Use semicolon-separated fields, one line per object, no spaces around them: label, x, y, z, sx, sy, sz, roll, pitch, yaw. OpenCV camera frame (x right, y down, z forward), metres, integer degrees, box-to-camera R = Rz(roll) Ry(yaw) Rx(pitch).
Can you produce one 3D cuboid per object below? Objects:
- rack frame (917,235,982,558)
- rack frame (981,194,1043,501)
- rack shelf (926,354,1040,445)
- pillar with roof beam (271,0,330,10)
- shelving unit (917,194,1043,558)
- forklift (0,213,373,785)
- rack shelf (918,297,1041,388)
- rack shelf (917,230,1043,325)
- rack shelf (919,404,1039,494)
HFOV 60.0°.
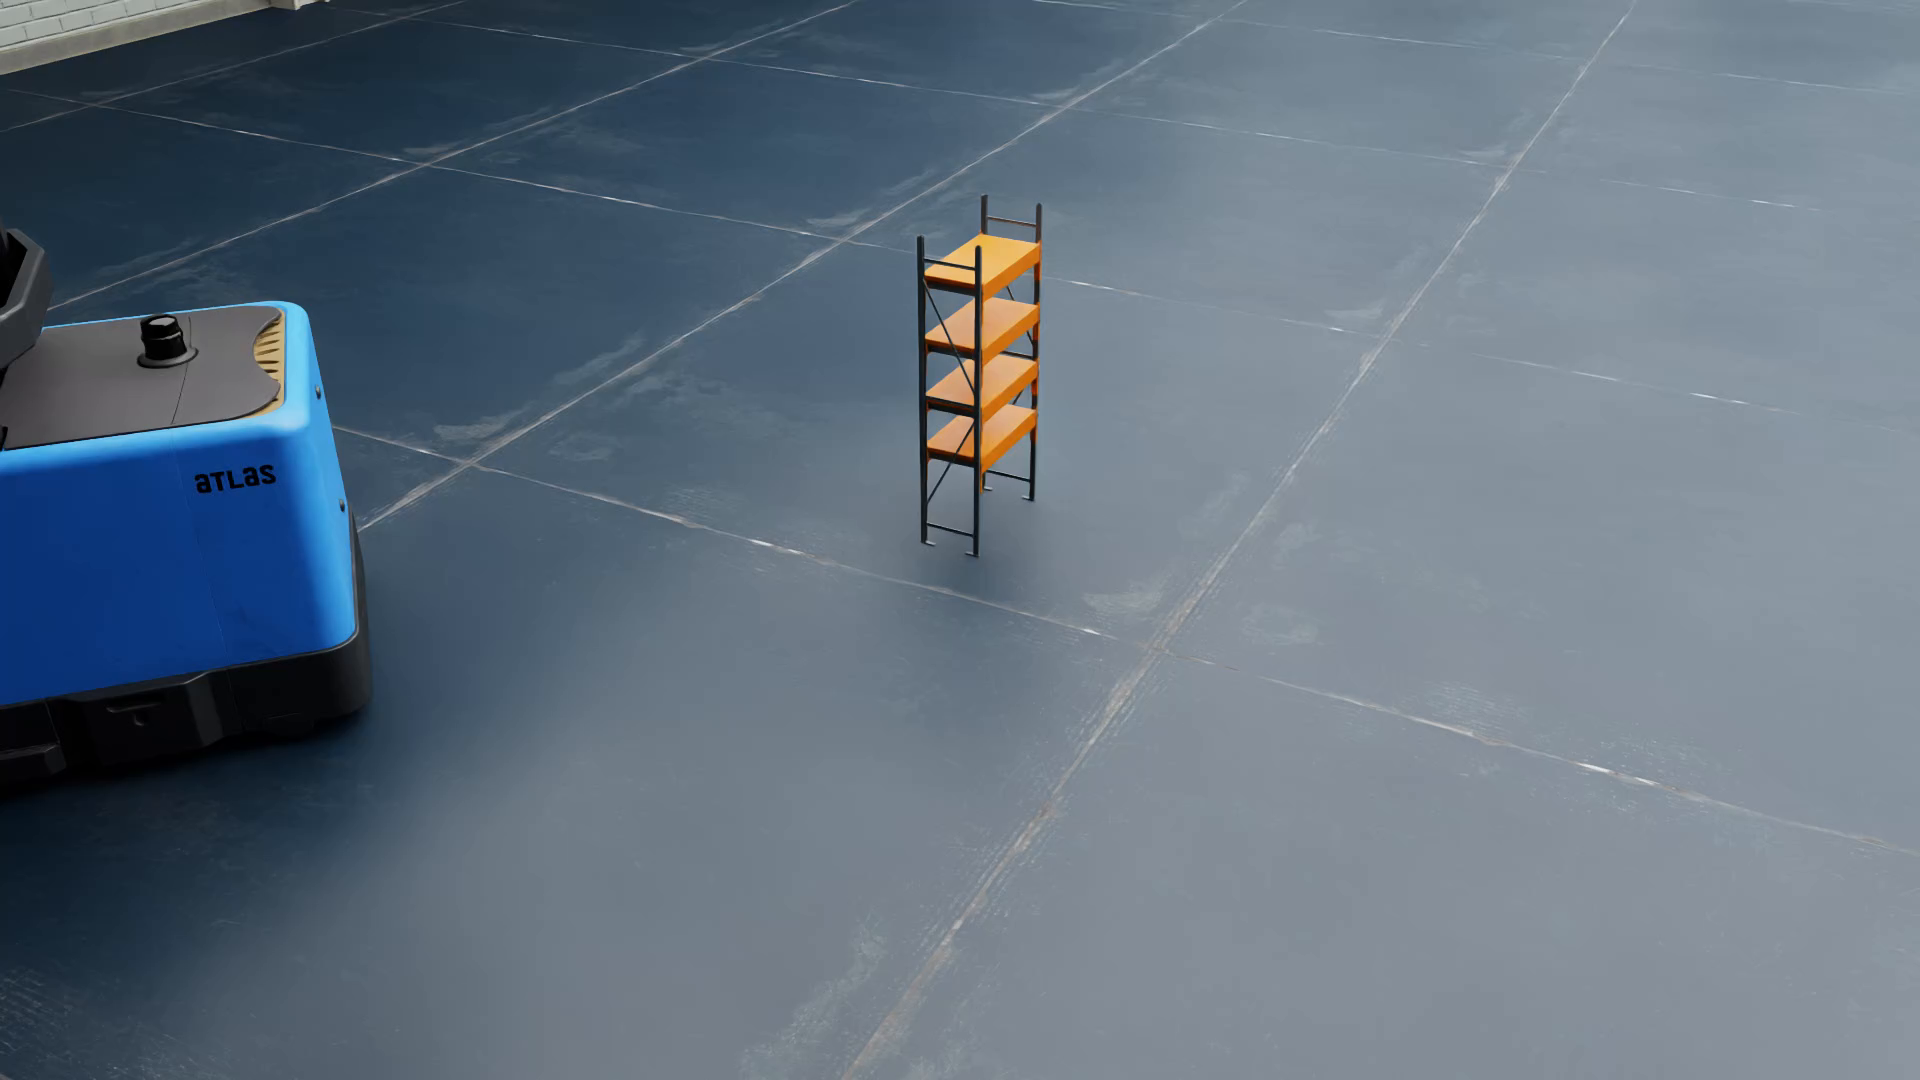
rack frame;-0.036;-0.486;5.891;0.240;1.200;0.015;14;33;23
rack frame;0.187;-0.702;6.267;0.240;1.200;0.015;14;33;23
rack shelf;0.075;-0.535;6.112;0.258;0.148;0.480;14;33;23
pillar with roof beam;-1.828;-7.526;10.319;9.100;9.000;0.400;14;33;23
shelving unit;0.075;-0.594;6.079;0.258;1.200;0.503;14;33;23
forklift;-3.429;-0.678;4.487;3.031;2.935;1.130;-10;31;-17
rack shelf;0.075;-0.729;6.001;0.258;0.148;0.480;14;33;23
rack shelf;0.075;-0.934;5.883;0.258;0.148;0.480;14;33;23
rack shelf;0.075;-0.363;6.211;0.258;0.148;0.480;14;33;23
